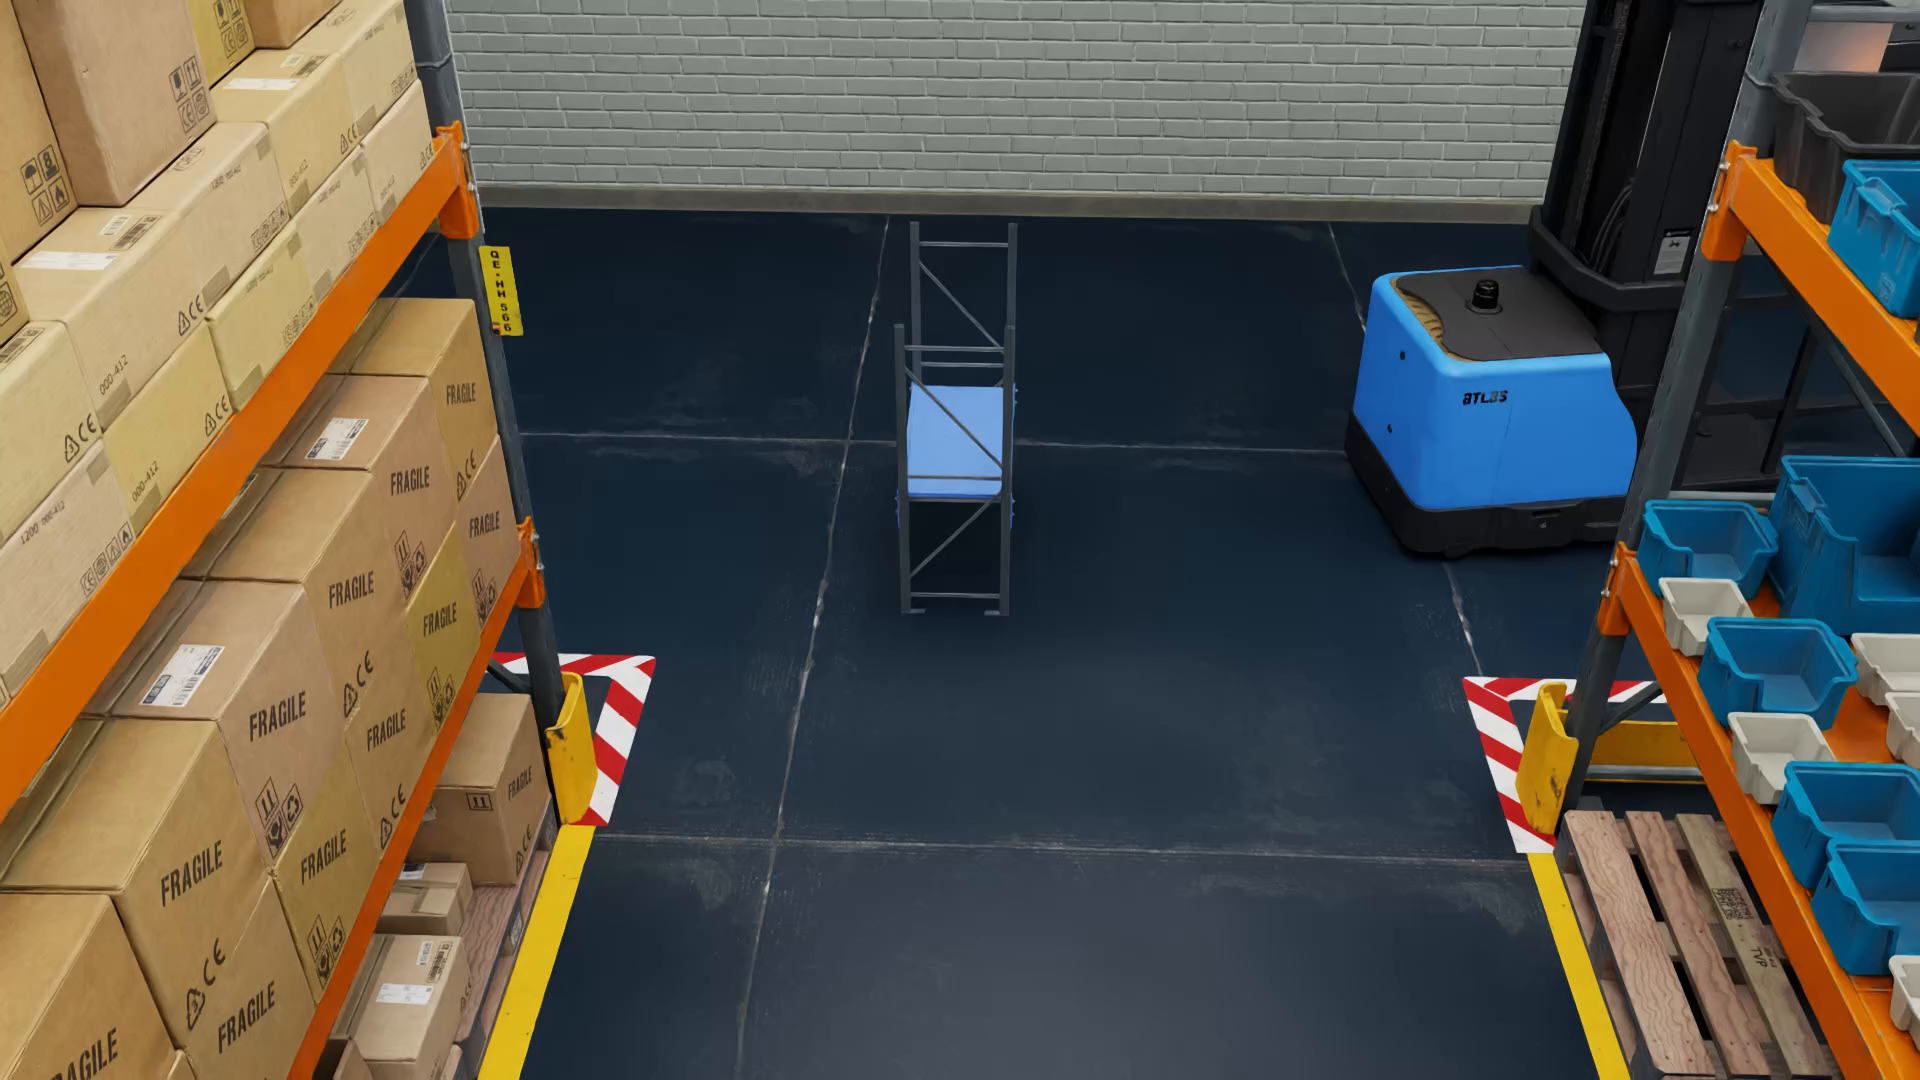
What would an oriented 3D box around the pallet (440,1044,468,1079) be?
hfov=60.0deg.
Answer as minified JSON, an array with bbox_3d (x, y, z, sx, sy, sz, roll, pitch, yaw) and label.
[{"bbox_3d":[-2.166,2.093,5.088,1.003,0.211,1.213,1,35,2],"label":"pallet"}]

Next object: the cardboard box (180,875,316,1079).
[{"bbox_3d":[-1.909,1.140,3.932,0.500,0.500,0.500,1,35,2],"label":"cardboard box"}]

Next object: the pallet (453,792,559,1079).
[{"bbox_3d":[-2.114,1.394,6.083,1.003,0.211,1.213,1,35,2],"label":"pallet"}]

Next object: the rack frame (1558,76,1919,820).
[{"bbox_3d":[2.869,-0.132,5.829,1.000,3.000,0.127,1,35,2],"label":"rack frame"}]

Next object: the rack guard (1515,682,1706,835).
[{"bbox_3d":[2.857,0.877,6.568,1.175,0.500,0.348,1,35,2],"label":"rack guard"}]

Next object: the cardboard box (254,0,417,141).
[{"bbox_3d":[-1.846,-1.318,4.604,0.500,0.250,0.500,1,35,2],"label":"cardboard box"}]

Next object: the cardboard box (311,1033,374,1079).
[{"bbox_3d":[-2.171,1.811,4.852,0.797,0.503,0.637,1,35,2],"label":"cardboard box"}]

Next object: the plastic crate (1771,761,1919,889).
[{"bbox_3d":[2.477,0.803,4.593,0.416,0.233,0.300,1,35,2],"label":"plastic crate"}]

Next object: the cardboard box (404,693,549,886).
[{"bbox_3d":[-1.856,0.912,6.135,0.500,0.500,0.500,1,35,2],"label":"cardboard box"}]

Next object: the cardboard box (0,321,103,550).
[{"bbox_3d":[-1.923,-0.169,2.968,0.500,0.250,0.500,1,35,2],"label":"cardboard box"}]

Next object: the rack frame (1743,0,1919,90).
[{"bbox_3d":[2.869,-2.587,4.104,1.000,3.000,0.127,1,35,2],"label":"rack frame"}]

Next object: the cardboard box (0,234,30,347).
[{"bbox_3d":[-2.084,-0.479,2.758,0.700,0.500,0.500,1,35,2],"label":"cardboard box"}]

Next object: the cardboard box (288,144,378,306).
[{"bbox_3d":[-1.869,-0.826,4.339,0.500,0.250,0.500,1,35,2],"label":"cardboard box"}]

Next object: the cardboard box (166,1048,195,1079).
[{"bbox_3d":[-2.147,0.693,4.568,1.079,0.500,3.026,2,35,3],"label":"cardboard box"}]

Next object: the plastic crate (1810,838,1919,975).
[{"bbox_3d":[2.465,0.975,4.347,0.416,0.233,0.300,1,35,2],"label":"plastic crate"}]

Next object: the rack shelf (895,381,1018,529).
[{"bbox_3d":[-0.003,-0.417,7.852,0.538,0.185,1.000,1,35,2],"label":"rack shelf"}]

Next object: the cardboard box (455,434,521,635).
[{"bbox_3d":[-1.826,-0.026,5.591,0.500,0.500,0.500,2,35,3],"label":"cardboard box"}]

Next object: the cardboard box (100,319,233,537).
[{"bbox_3d":[-1.912,-0.252,3.521,0.500,0.250,0.500,1,35,2],"label":"cardboard box"}]

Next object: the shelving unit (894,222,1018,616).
[{"bbox_3d":[-0.003,-0.565,7.749,0.538,1.500,1.048,1,35,2],"label":"shelving unit"}]

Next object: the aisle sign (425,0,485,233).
[{"bbox_3d":[-1.772,-1.344,5.293,0.394,0.787,0.004,1,35,2],"label":"aisle sign"}]

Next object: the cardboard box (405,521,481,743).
[{"bbox_3d":[-1.844,0.272,5.167,0.500,0.500,0.500,2,35,2],"label":"cardboard box"}]

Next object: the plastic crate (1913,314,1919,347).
[{"bbox_3d":[2.533,-0.463,3.745,0.504,0.338,0.767,1,35,2],"label":"plastic crate"}]

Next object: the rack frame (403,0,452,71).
[{"bbox_3d":[-2.080,-2.703,4.270,1.000,3.000,0.127,1,35,2],"label":"rack frame"}]

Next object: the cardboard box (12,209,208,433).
[{"bbox_3d":[-1.903,-0.456,3.377,0.500,0.250,0.500,1,35,2],"label":"cardboard box"}]

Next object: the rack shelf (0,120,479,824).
[{"bbox_3d":[-2.161,-0.032,3.704,1.077,0.370,4.000,1,35,2],"label":"rack shelf"}]

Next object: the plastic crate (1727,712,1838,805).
[{"bbox_3d":[2.407,0.658,4.883,0.250,0.136,0.298,1,35,2],"label":"plastic crate"}]

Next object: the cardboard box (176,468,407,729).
[{"bbox_3d":[-1.859,0.152,4.469,0.500,0.500,0.500,2,35,3],"label":"cardboard box"}]

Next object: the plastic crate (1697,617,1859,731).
[{"bbox_3d":[2.504,0.424,5.131,0.416,0.233,0.300,1,35,2],"label":"plastic crate"}]

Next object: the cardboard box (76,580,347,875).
[{"bbox_3d":[-1.880,0.447,4.049,0.500,0.500,0.500,2,35,3],"label":"cardboard box"}]

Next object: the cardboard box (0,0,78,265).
[{"bbox_3d":[-2.216,-0.770,3.172,0.700,0.500,0.500,1,35,2],"label":"cardboard box"}]

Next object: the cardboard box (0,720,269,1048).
[{"bbox_3d":[-1.900,0.744,3.627,0.500,0.500,0.500,0,35,0],"label":"cardboard box"}]

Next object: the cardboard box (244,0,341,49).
[{"bbox_3d":[-2.085,-1.630,4.396,0.700,0.500,0.500,1,35,2],"label":"cardboard box"}]

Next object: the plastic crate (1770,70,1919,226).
[{"bbox_3d":[2.575,-1.091,4.699,0.497,0.269,0.590,1,35,2],"label":"plastic crate"}]

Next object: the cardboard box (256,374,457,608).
[{"bbox_3d":[-1.843,-0.146,4.893,0.500,0.500,0.500,2,35,3],"label":"cardboard box"}]

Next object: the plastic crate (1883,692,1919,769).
[{"bbox_3d":[2.991,0.590,4.979,0.396,0.136,0.243,1,35,2],"label":"plastic crate"}]

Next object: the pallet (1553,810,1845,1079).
[{"bbox_3d":[2.797,1.482,5.958,1.003,0.211,1.213,1,35,2],"label":"pallet"}]

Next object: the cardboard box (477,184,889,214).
[{"bbox_3d":[-3.488,-3.543,10.595,6.002,3.100,0.262,2,35,2],"label":"cardboard box"}]

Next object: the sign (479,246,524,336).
[{"bbox_3d":[-1.527,-0.827,5.537,0.100,0.325,0.005,1,35,2],"label":"sign"}]

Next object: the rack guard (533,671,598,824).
[{"bbox_3d":[-2.083,0.818,6.652,1.175,0.500,0.348,1,35,2],"label":"rack guard"}]

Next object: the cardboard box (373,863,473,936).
[{"bbox_3d":[-1.962,1.279,5.903,0.380,0.166,0.250,1,35,2],"label":"cardboard box"}]

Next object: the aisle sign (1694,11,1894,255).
[{"bbox_3d":[2.575,-1.244,5.150,0.394,0.787,0.004,1,35,2],"label":"aisle sign"}]

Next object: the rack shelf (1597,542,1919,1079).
[{"bbox_3d":[2.789,1.311,4.401,1.077,0.370,4.000,1,35,2],"label":"rack shelf"}]

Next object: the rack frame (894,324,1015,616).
[{"bbox_3d":[-0.024,-0.273,7.333,0.500,1.500,0.032,1,35,2],"label":"rack frame"}]

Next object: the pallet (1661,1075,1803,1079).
[{"bbox_3d":[2.745,2.181,4.963,1.003,0.211,1.213,1,35,2],"label":"pallet"}]

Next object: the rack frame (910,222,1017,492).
[{"bbox_3d":[0.017,-0.857,8.165,0.500,1.500,0.032,1,35,2],"label":"rack frame"}]

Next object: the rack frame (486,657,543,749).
[{"bbox_3d":[-2.084,-0.249,5.995,0.949,2.616,0.053,1,35,2],"label":"rack frame"}]

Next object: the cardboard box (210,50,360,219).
[{"bbox_3d":[-1.866,-1.031,4.195,0.500,0.250,0.500,1,35,2],"label":"cardboard box"}]

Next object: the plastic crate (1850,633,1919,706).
[{"bbox_3d":[3.017,0.424,5.215,0.396,0.136,0.243,1,35,2],"label":"plastic crate"}]

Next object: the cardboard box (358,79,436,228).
[{"bbox_3d":[-1.838,-1.113,4.747,0.500,0.250,0.500,1,35,2],"label":"cardboard box"}]

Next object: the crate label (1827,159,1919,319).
[{"bbox_3d":[2.509,-0.776,4.266,0.408,0.251,0.502,1,35,2],"label":"crate label"}]

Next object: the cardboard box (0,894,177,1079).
[{"bbox_3d":[-1.921,1.039,3.207,0.500,0.500,0.500,0,35,0],"label":"cardboard box"}]

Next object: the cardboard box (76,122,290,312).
[{"bbox_3d":[-1.890,-0.744,3.786,0.500,0.250,0.500,1,35,2],"label":"cardboard box"}]

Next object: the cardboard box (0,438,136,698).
[{"bbox_3d":[-1.929,0.036,3.112,0.500,0.250,0.500,1,35,2],"label":"cardboard box"}]

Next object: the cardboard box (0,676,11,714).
[{"bbox_3d":[-1.950,0.323,2.704,0.500,0.250,0.500,1,35,2],"label":"cardboard box"}]

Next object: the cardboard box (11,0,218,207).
[{"bbox_3d":[-2.102,-1.055,3.578,0.700,0.500,0.500,1,35,2],"label":"cardboard box"}]

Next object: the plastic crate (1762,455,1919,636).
[{"bbox_3d":[3.042,0.026,5.522,0.616,0.435,0.499,1,35,2],"label":"plastic crate"}]

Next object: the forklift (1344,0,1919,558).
[{"bbox_3d":[3.595,-1.492,7.825,3.031,2.935,1.130,-5,35,-7],"label":"forklift"}]
